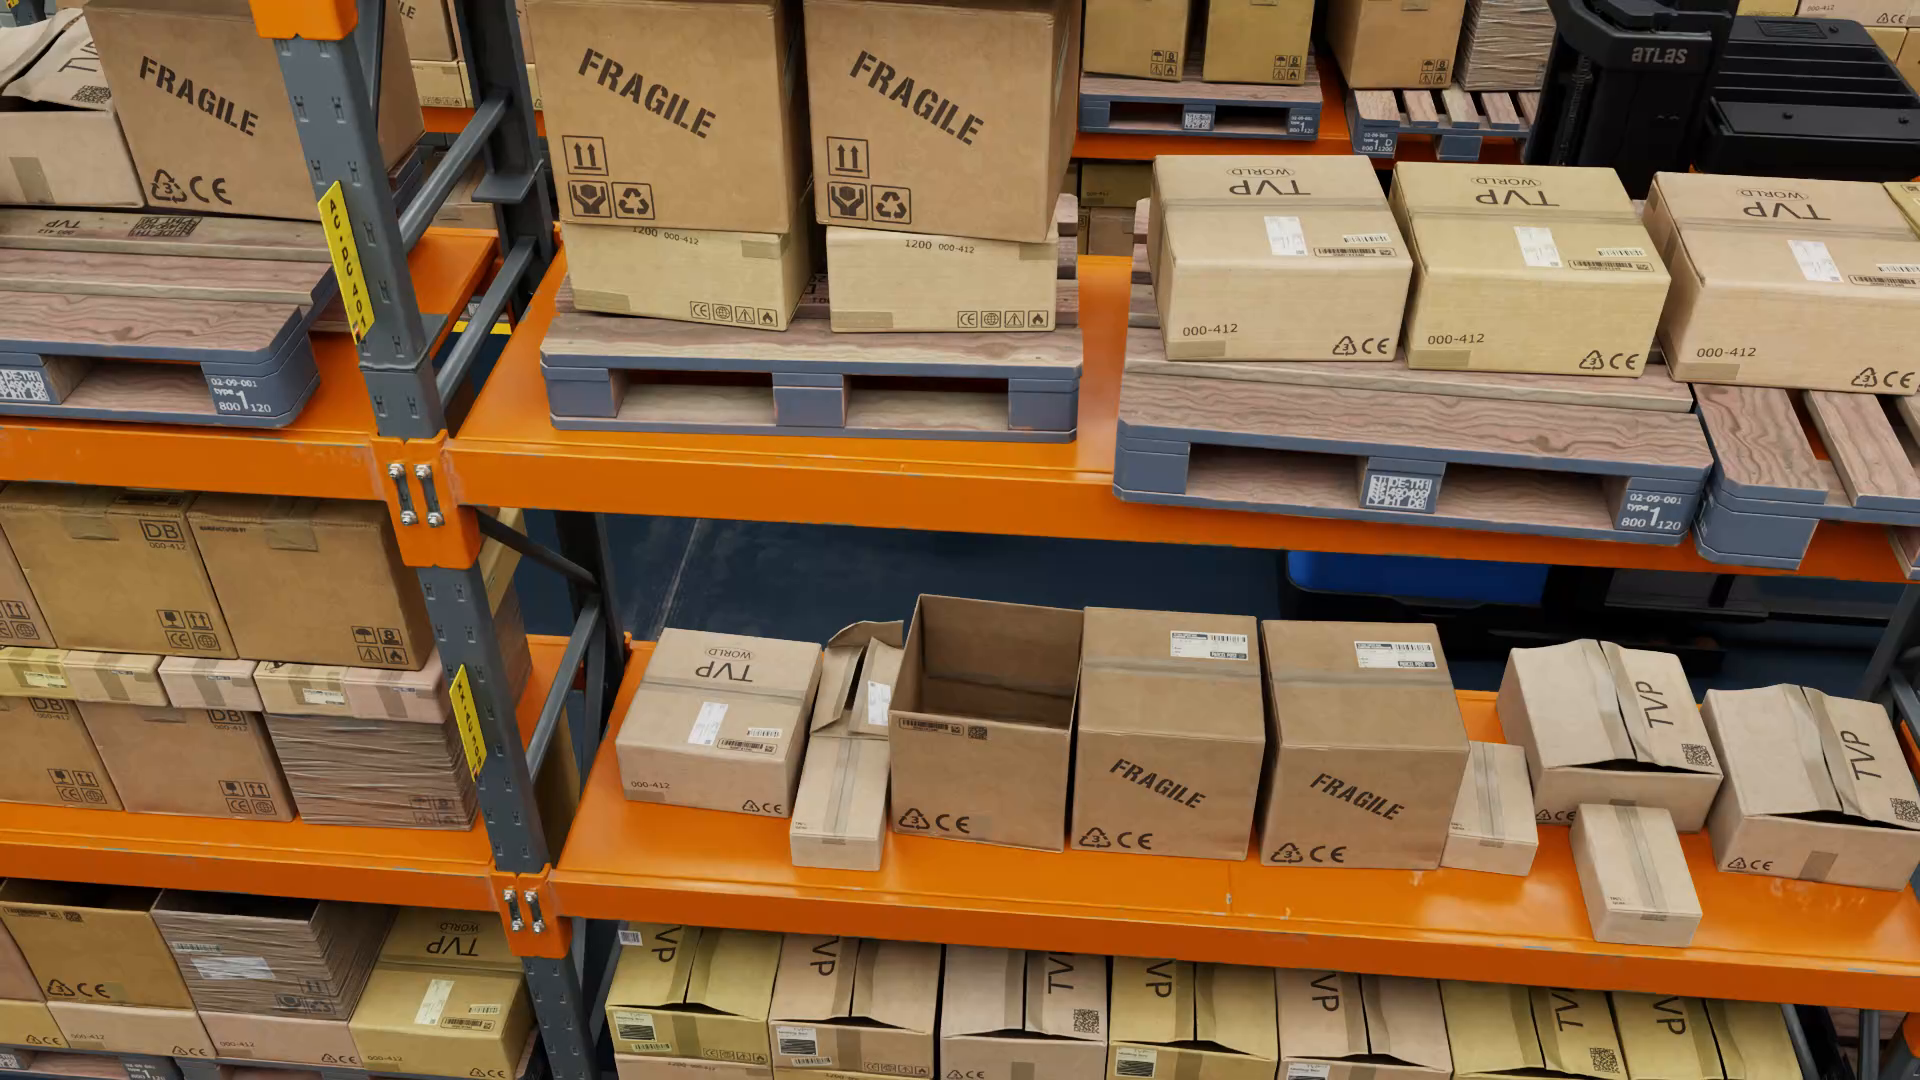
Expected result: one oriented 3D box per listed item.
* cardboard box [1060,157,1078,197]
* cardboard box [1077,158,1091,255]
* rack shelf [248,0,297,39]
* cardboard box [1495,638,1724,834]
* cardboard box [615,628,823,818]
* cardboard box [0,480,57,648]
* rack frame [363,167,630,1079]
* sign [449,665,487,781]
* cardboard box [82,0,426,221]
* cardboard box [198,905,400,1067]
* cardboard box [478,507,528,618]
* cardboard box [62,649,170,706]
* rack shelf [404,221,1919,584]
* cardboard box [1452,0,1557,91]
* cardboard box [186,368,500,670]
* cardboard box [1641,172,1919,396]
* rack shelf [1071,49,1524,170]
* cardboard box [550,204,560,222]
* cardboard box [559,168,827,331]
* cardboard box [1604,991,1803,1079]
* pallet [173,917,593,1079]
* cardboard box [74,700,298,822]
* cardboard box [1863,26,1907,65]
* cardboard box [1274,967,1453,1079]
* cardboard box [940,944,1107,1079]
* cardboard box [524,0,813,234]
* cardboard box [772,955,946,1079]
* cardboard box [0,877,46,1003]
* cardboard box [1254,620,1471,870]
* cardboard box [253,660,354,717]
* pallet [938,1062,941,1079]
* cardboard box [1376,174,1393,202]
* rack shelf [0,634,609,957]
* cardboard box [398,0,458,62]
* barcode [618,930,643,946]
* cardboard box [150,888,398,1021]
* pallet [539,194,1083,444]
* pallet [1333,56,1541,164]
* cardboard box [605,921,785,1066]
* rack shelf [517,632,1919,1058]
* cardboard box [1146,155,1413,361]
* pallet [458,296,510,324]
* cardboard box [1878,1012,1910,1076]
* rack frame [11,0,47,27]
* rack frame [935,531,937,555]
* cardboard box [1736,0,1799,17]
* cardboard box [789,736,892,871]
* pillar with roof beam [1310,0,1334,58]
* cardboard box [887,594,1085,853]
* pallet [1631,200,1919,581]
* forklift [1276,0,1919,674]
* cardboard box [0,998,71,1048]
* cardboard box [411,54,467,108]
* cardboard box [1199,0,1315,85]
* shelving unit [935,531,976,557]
[{"bbox_3d":[0.396,-2.072,9.127,0.500,0.250,0.500,2,39,3],"label":"cardboard box"},{"bbox_3d":[0.477,-1.806,9.395,0.500,0.500,0.700,2,39,3],"label":"cardboard box"},{"bbox_3d":[-3.194,-1.517,3.543,4.000,0.370,1.077,3,39,4],"label":"rack shelf"},{"bbox_3d":[1.910,0.566,4.919,0.500,0.311,0.500,3,39,3],"label":"cardboard box"},{"bbox_3d":[-0.707,0.542,4.997,0.500,0.250,0.500,5,39,7],"label":"cardboard box"},{"bbox_3d":[-2.646,-0.132,4.600,0.500,0.500,0.700,3,39,4],"label":"cardboard box"},{"bbox_3d":[-1.201,0.484,4.949,0.127,3.000,1.000,3,39,4],"label":"rack frame"},{"bbox_3d":[-1.247,0.467,4.222,0.005,0.325,0.100,3,39,4],"label":"sign"},{"bbox_3d":[-1.680,-1.128,4.031,0.500,0.500,0.500,6,40,8],"label":"cardboard box"},{"bbox_3d":[-2.179,1.467,5.588,0.500,0.250,0.500,3,39,4],"label":"cardboard box"},{"bbox_3d":[-1.452,0.058,4.881,0.250,0.149,0.380,3,39,4],"label":"cardboard box"},{"bbox_3d":[-2.259,0.273,4.616,0.250,0.149,0.380,3,39,4],"label":"cardboard box"},{"bbox_3d":[0.792,-0.291,4.096,4.000,0.370,1.077,3,39,4],"label":"rack shelf"},{"bbox_3d":[2.739,-2.642,8.363,0.500,0.500,0.700,-1,39,-1],"label":"cardboard box"},{"bbox_3d":[-1.644,-0.078,4.533,0.500,0.500,0.700,3,39,4],"label":"cardboard box"},{"bbox_3d":[1.803,-0.572,3.657,0.500,0.250,0.500,4,39,5],"label":"cardboard box"},{"bbox_3d":[1.215,-2.243,8.870,4.000,0.370,1.077,3,39,4],"label":"rack shelf"},{"bbox_3d":[-2.369,-1.796,9.661,0.250,0.149,0.380,0,39,0],"label":"cardboard box"},{"bbox_3d":[-0.588,-0.744,3.868,0.500,0.250,0.500,7,40,8],"label":"cardboard box"},{"bbox_3d":[2.241,1.515,5.085,0.500,0.311,0.500,4,39,5],"label":"cardboard box"},{"bbox_3d":[-1.990,1.496,5.915,1.213,0.211,1.003,3,39,4],"label":"pallet"},{"bbox_3d":[-2.170,0.401,4.973,0.500,0.500,0.700,3,39,3],"label":"cardboard box"},{"bbox_3d":[4.191,-2.353,8.105,0.500,0.500,0.500,4,39,5],"label":"cardboard box"},{"bbox_3d":[1.220,1.461,5.150,0.500,0.311,0.500,3,39,4],"label":"cardboard box"},{"bbox_3d":[0.203,1.408,5.216,0.500,0.311,0.500,2,39,2],"label":"cardboard box"},{"bbox_3d":[-0.590,-1.016,3.609,0.500,0.500,0.500,4,39,4],"label":"cardboard box"},{"bbox_3d":[-0.311,1.594,5.431,0.500,0.250,0.500,4,39,5],"label":"cardboard box"},{"bbox_3d":[-3.177,1.132,5.405,0.500,0.500,0.500,3,39,4],"label":"cardboard box"},{"bbox_3d":[1.111,0.582,4.750,0.500,0.500,0.500,1,39,1],"label":"cardboard box"},{"bbox_3d":[-1.737,0.299,4.584,0.250,0.149,0.380,2,39,3],"label":"cardboard box"},{"bbox_3d":[-0.464,1.581,5.810,1.213,0.211,1.003,3,39,4],"label":"pallet"},{"bbox_3d":[2.486,-1.621,9.167,0.500,0.500,0.700,4,39,4],"label":"cardboard box"},{"bbox_3d":[-3.194,0.655,5.310,4.000,0.370,1.077,3,39,4],"label":"rack shelf"},{"bbox_3d":[-2.792,-2.789,8.479,0.500,0.500,0.500,4,39,5],"label":"cardboard box"},{"bbox_3d":[-0.983,1.187,4.958,0.075,0.075,0.001,3,39,4],"label":"barcode"},{"bbox_3d":[-2.179,1.175,5.353,0.500,0.500,0.500,3,39,4],"label":"cardboard box"},{"bbox_3d":[-0.321,-0.565,4.014,1.217,0.209,0.805,2,39,2],"label":"pallet"},{"bbox_3d":[2.489,-2.311,8.535,1.003,0.211,1.213,3,39,4],"label":"pallet"},{"bbox_3d":[-0.811,1.350,5.287,0.500,0.311,0.500,3,39,4],"label":"cardboard box"},{"bbox_3d":[0.792,0.872,5.042,4.000,0.370,1.077,3,39,4],"label":"rack shelf"},{"bbox_3d":[0.699,-0.641,3.742,0.500,0.250,0.500,0,39,0],"label":"cardboard box"},{"bbox_3d":[-2.668,-1.629,9.755,1.213,0.211,1.003,3,39,4],"label":"pallet"},{"bbox_3d":[3.213,1.706,5.080,0.500,0.500,0.500,5,39,6],"label":"cardboard box"},{"bbox_3d":[-4.762,-2.849,9.045,0.127,3.000,1.000,3,39,4],"label":"rack frame"},{"bbox_3d":[-0.106,-0.471,7.549,0.006,1.200,0.240,3,39,4],"label":"rack frame"},{"bbox_3d":[3.667,-2.678,7.909,0.500,0.250,0.500,4,39,5],"label":"cardboard box"},{"bbox_3d":[-0.336,0.759,4.811,0.250,0.149,0.380,3,39,4],"label":"cardboard box"},{"bbox_3d":[1.616,-2.647,4.045,0.400,9.000,9.100,3,39,4],"label":"pillar with roof beam"},{"bbox_3d":[0.088,0.526,4.818,0.500,0.500,0.500,6,40,7],"label":"cardboard box"},{"bbox_3d":[2.100,-0.369,3.771,1.003,0.211,1.213,5,39,6],"label":"pallet"},{"bbox_3d":[2.973,-0.910,6.717,3.031,2.935,1.130,4,39,5],"label":"forklift"},{"bbox_3d":[-3.177,1.422,5.643,0.500,0.250,0.500,3,39,4],"label":"cardboard box"},{"bbox_3d":[-2.775,-2.493,8.710,0.500,0.250,0.500,3,39,4],"label":"cardboard box"},{"bbox_3d":[1.495,-2.696,8.429,0.500,0.500,0.700,3,39,4],"label":"cardboard box"},{"bbox_3d":[-0.014,-0.466,7.543,0.189,1.200,0.258,3,39,4],"label":"shelving unit"}]
